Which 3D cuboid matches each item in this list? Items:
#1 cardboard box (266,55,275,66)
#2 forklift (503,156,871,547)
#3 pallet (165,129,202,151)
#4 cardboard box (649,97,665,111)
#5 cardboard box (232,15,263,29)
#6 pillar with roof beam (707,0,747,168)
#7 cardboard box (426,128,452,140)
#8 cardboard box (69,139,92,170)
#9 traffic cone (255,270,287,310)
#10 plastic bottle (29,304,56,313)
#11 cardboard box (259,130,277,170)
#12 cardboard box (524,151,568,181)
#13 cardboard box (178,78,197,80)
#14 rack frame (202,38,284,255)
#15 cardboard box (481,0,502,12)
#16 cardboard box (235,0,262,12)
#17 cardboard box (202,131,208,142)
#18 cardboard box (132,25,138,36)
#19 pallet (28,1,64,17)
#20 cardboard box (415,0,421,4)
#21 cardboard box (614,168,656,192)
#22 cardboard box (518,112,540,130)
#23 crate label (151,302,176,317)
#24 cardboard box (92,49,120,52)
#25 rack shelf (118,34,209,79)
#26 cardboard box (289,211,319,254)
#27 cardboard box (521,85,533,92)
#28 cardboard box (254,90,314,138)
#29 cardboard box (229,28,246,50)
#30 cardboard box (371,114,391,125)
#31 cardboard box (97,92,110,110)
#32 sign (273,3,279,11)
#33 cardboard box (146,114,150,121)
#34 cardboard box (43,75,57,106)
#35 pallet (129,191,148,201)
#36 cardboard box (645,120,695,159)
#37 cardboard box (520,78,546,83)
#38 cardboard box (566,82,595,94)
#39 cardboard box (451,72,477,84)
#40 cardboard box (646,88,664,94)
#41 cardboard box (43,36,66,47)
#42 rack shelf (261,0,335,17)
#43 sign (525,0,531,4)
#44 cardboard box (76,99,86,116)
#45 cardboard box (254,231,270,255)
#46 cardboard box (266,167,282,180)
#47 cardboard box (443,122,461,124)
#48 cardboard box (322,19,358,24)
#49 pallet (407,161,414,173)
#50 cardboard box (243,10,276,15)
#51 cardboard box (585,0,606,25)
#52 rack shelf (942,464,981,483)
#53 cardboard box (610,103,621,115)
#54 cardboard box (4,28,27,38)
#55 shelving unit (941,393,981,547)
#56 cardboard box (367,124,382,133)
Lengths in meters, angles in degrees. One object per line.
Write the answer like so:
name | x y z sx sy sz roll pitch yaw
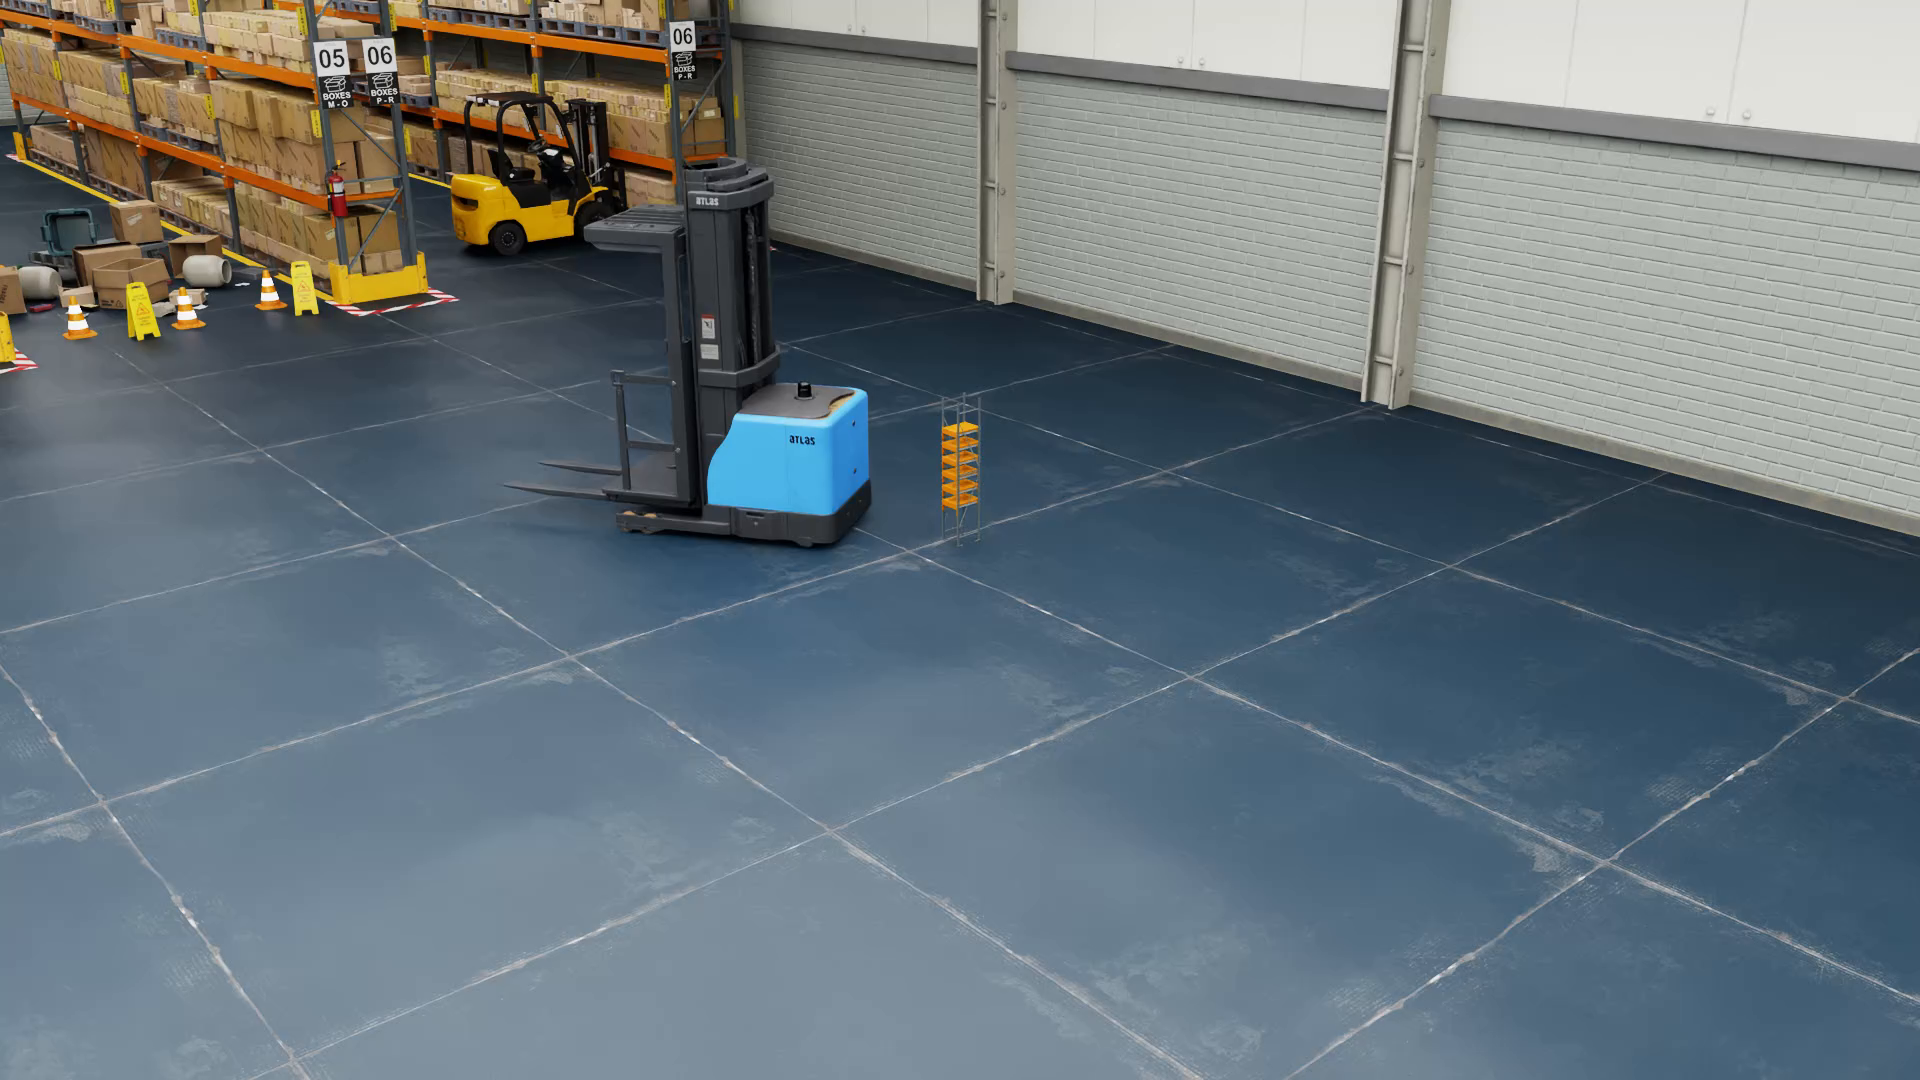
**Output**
cardboard box | -8.707 -6.209 21.455 0.380 0.149 0.250 -18 28 -39
forklift | -2.324 -1.591 13.527 3.031 2.935 1.130 6 22 15
pallet | -11.346 -6.121 25.261 1.003 0.211 1.213 -17 27 -37
cardboard box | -4.267 -6.316 24.062 0.380 0.149 0.250 -17 27 -37
cardboard box | -9.391 -6.853 22.005 0.380 0.149 0.250 -19 28 -39
pillar with roof beam | -6.722 -7.895 21.302 9.100 9.000 0.400 -17 27 -37
cardboard box | -9.425 -7.339 30.072 0.380 0.149 0.250 -19 28 -40
cardboard box | -15.609 -7.054 30.318 0.875 0.438 0.875 -18 28 -38
traffic cone | -8.705 -3.167 20.936 0.336 0.463 0.334 -17 27 -37
plastic bottle | -11.489 -2.909 20.827 0.133 0.061 0.283 12 24 27
cardboard box | -8.974 -5.229 22.177 0.500 0.500 0.500 -17 27 -37
cardboard box | -6.649 -6.056 27.513 0.875 0.625 0.625 -16 26 -35
cardboard box | -11.816 -6.928 25.938 0.500 0.500 0.500 -18 28 -38
rack frame | -10.058 -5.642 23.776 1.000 3.000 0.127 -17 27 -37
cardboard box | -7.458 -8.776 27.073 0.500 0.311 0.500 -19 28 -39
cardboard box | -10.469 -7.789 24.089 0.500 0.250 0.500 -18 28 -39
cardboard box | -10.762 -5.874 24.137 0.380 0.149 0.250 -18 28 -39
cardboard box | -12.592 -7.899 25.770 0.380 0.149 0.250 -17 27 -37
pallet | -15.806 -9.436 29.471 1.003 0.211 1.213 -17 27 -37
cardboard box | -9.325 -9.483 29.128 0.380 0.149 0.250 -17 27 -36
cardboard box | -4.901 -5.430 25.058 0.500 0.250 0.500 -17 27 -37
cardboard box | -6.827 -6.832 27.019 0.500 0.250 0.500 -17 27 -36
crate label | -9.884 -2.860 20.598 0.298 0.136 0.250 7 23 18
cardboard box | -14.798 -8.301 29.056 0.500 0.500 0.500 -16 27 -36
rack shelf | -11.363 -7.256 24.771 1.077 0.370 4.000 -17 27 -37
cardboard box | -8.511 -4.104 22.015 0.500 0.500 0.500 -16 27 -36
cardboard box | -6.873 -7.282 26.936 0.380 0.149 0.250 -18 28 -38
cardboard box | -8.681 -5.535 21.586 0.700 0.500 0.500 -18 28 -38
cardboard box | -9.317 -6.639 22.005 0.500 0.250 0.500 -17 27 -37
cardboard box | -11.074 -8.080 31.962 0.380 0.149 0.250 -19 28 -40
cardboard box | -13.865 -7.261 27.429 0.500 0.250 0.500 -18 28 -39
sign | -9.652 -7.411 23.469 0.100 0.325 0.005 -17 27 -37
cardboard box | -12.598 -6.692 26.224 0.380 0.149 0.250 -19 29 -40
cardboard box | -16.116 -8.107 29.932 0.500 0.500 0.500 -18 28 -39
pallet | -13.127 -5.684 27.708 1.003 0.211 1.213 -17 27 -37
cardboard box | -4.209 -5.839 24.143 0.500 0.500 0.500 -18 28 -39
cardboard box | -7.159 -7.686 27.968 0.380 0.149 0.250 -18 27 -38
cardboard box | -5.904 -7.034 25.895 0.380 0.149 0.250 -18 28 -38
cardboard box | -8.564 -7.982 28.723 0.380 0.149 0.250 -17 27 -36
cardboard box | -4.513 -6.735 25.132 0.380 0.149 0.250 -18 28 -39
cardboard box | -16.146 -8.911 29.725 0.380 0.149 0.250 -18 28 -38
rack shelf | -12.828 -10.649 33.433 1.077 0.370 4.000 -17 27 -37
sign | -6.705 -8.477 25.760 0.100 0.325 0.005 -17 27 -37
cardboard box | -14.854 -7.455 28.611 0.500 0.250 0.500 -18 28 -39
cardboard box | -9.520 -4.185 23.250 0.500 0.250 0.500 -16 26 -34
cardboard box | -9.082 -4.943 22.335 0.380 0.149 0.250 -18 27 -38
cardboard box | -9.499 -7.708 31.014 0.380 0.149 0.250 -19 28 -40
cardboard box | -7.925 -6.571 21.286 0.380 0.149 0.250 -18 27 -38
pallet | -10.162 -7.183 31.535 1.003 0.211 1.213 -17 27 -37
cardboard box | -9.686 -7.257 23.038 0.380 0.149 0.250 -17 27 -36
cardboard box | -5.108 -7.948 24.696 0.797 0.503 0.637 -16 27 -36
rack shelf | 0.009 -0.513 13.271 0.258 0.103 0.180 -17 27 -37
cardboard box | -4.984 -6.446 24.801 0.380 0.149 0.250 -17 27 -37
cardboard box | -17.869 -9.607 31.503 0.380 0.149 0.250 -17 27 -36
shelving unit | 0.009 -0.555 13.255 0.258 1.200 0.189 -17 27 -37
cardboard box | -11.022 -7.734 31.970 0.500 0.500 0.500 -18 28 -38
